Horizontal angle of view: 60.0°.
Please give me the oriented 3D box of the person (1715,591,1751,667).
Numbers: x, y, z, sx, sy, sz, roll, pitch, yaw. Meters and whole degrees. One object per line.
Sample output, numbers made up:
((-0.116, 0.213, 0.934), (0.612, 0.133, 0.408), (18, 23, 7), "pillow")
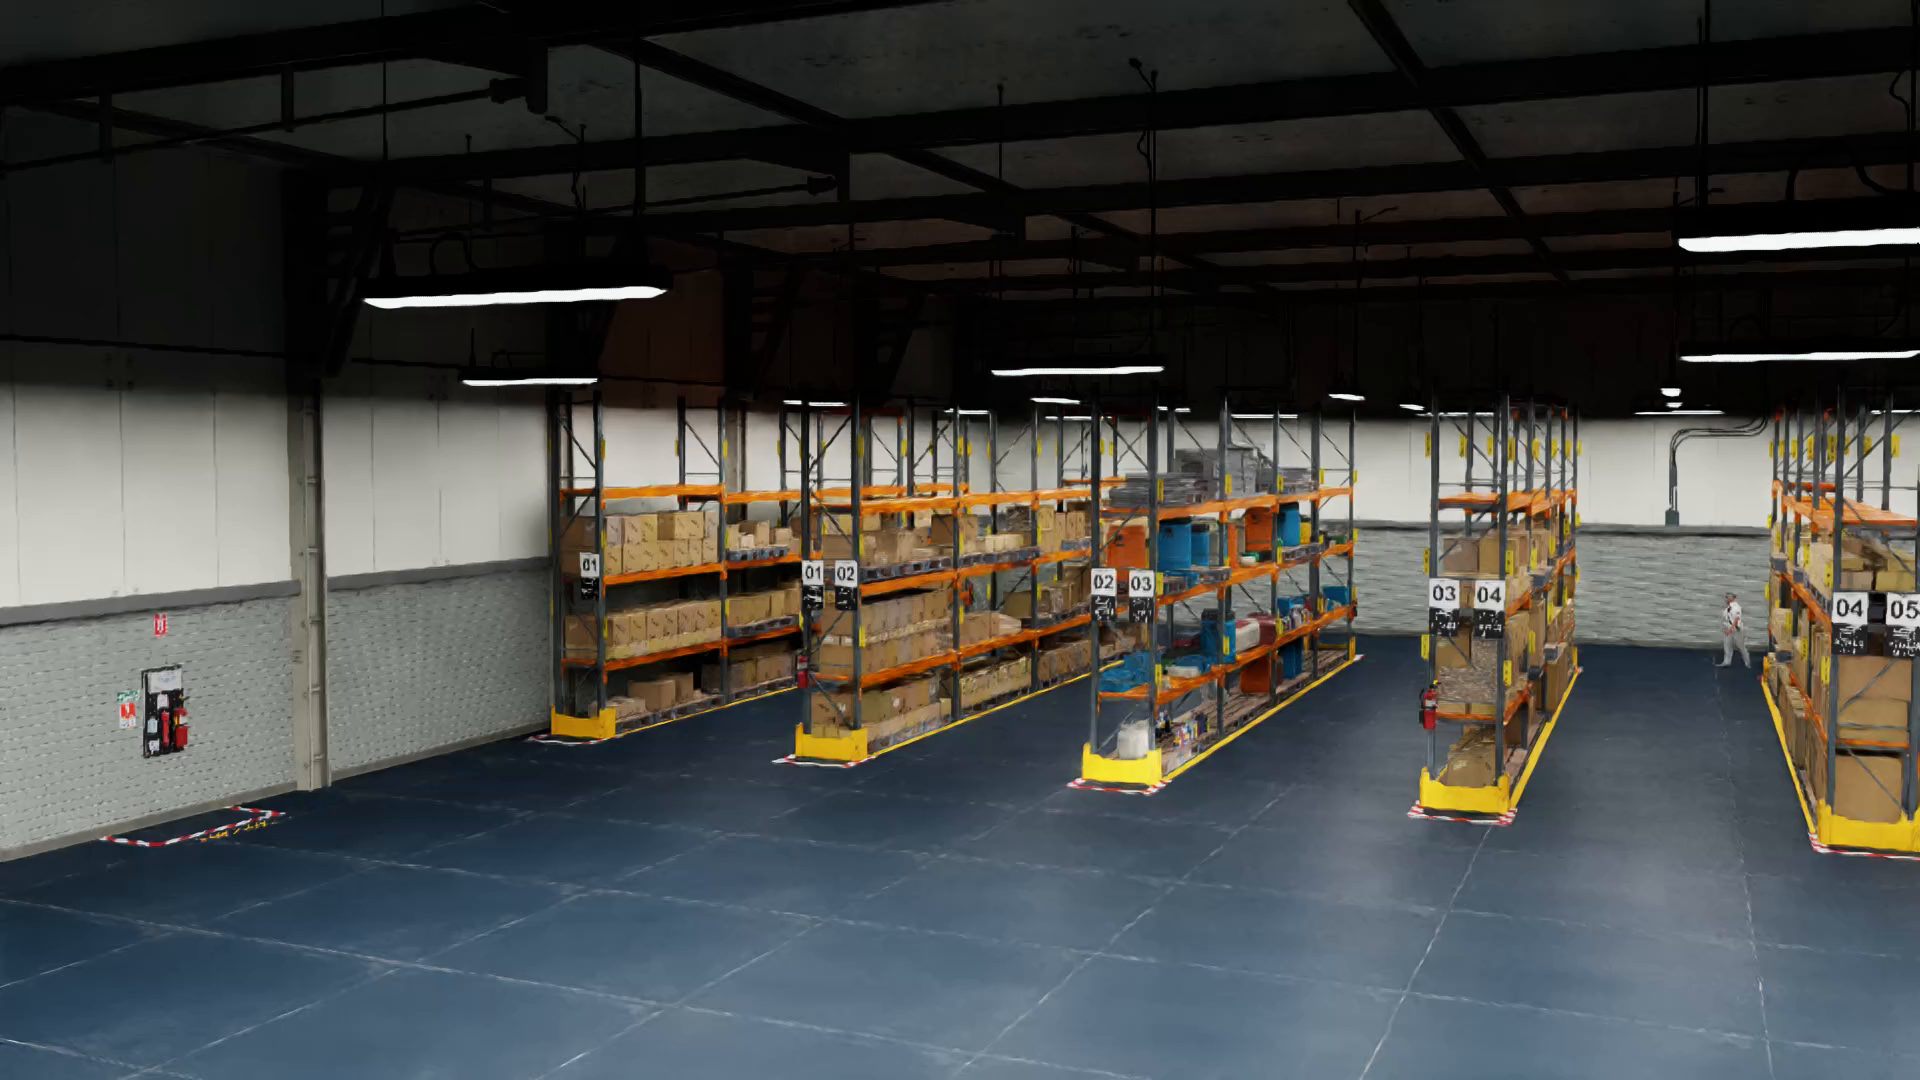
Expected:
((17.650, 2.040, 37.890), (0.718, 1.738, 0.570), (0, 3, -4), "person")

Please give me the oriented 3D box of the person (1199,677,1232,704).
((4.865, 2.440, 31.602), (0.578, 1.655, 0.709), (-1, 3, -17), "person")
